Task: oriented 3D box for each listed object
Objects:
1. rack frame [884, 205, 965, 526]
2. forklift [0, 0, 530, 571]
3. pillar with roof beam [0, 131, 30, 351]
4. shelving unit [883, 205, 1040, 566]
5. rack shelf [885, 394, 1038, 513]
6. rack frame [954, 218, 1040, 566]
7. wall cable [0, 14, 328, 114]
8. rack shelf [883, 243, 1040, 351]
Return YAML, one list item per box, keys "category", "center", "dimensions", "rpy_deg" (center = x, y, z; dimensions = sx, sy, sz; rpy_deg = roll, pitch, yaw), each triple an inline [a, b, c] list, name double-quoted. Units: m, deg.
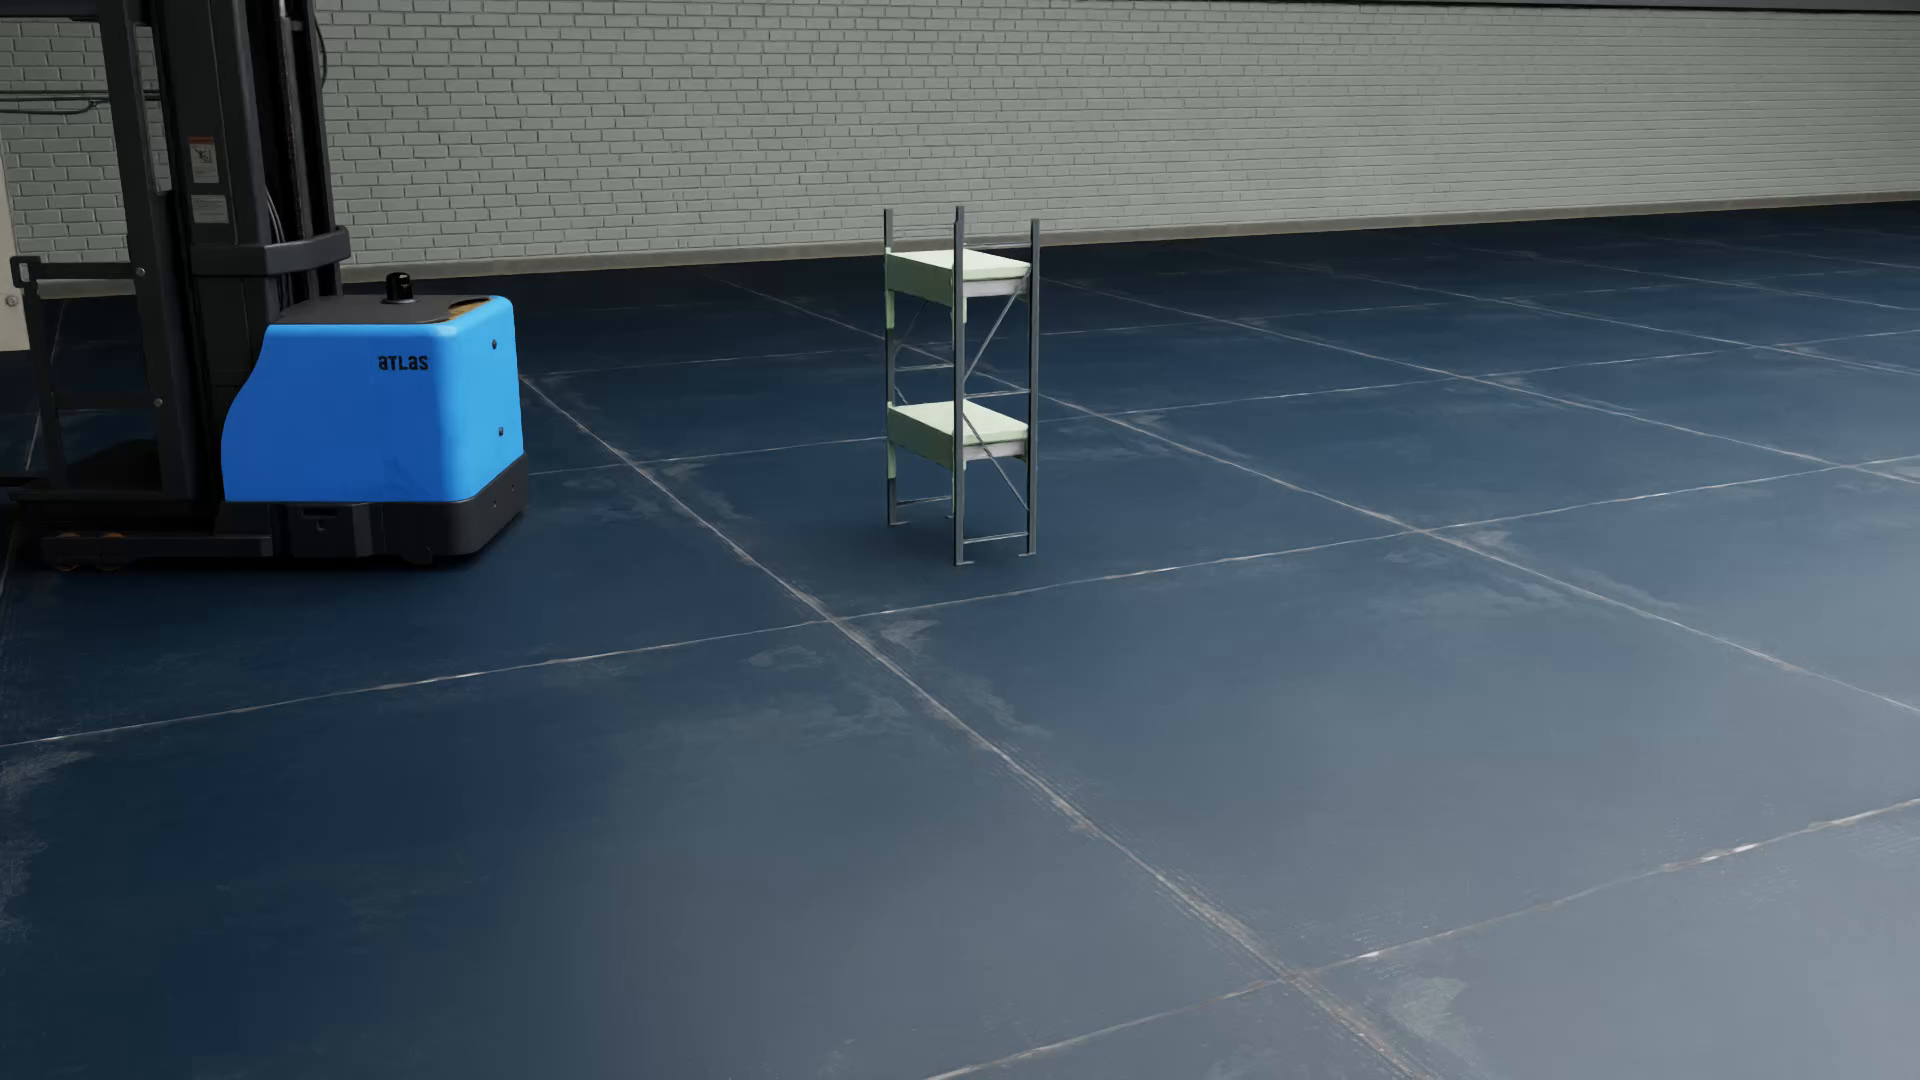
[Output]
- category: "rack frame"
  center: [-0.163, -0.813, 7.866]
  dimensions: [0.400, 1.500, 0.023]
  rpy_deg: [-8, 18, -25]
- category: "forklift"
  center: [-3.630, -1.419, 7.381]
  dimensions: [3.031, 2.935, 1.130]
  rpy_deg: [0, 16, 1]
- category: "pillar with roof beam"
  center: [-3.568, -6.356, 13.585]
  dimensions: [9.100, 9.000, 0.400]
  rpy_deg: [-8, 18, -25]
- category: "shelving unit"
  center: [-0.003, -0.723, 7.550]
  dimensions: [0.431, 1.500, 0.755]
  rpy_deg: [-8, 18, -25]
- category: "rack shelf"
  center: [-0.003, -0.409, 7.639]
  dimensions: [0.431, 0.370, 0.720]
  rpy_deg: [-8, 18, -25]
- category: "rack frame"
  center: [0.157, -0.632, 7.233]
  dimensions: [0.400, 1.500, 0.023]
  rpy_deg: [-8, 18, -25]
- category: "wall cable"
  center: [-7.540, -5.233, 15.303]
  dimensions: [3.097, 2.526, 0.112]
  rpy_deg: [-8, 18, -25]
- category: "rack shelf"
  center: [-0.003, -1.098, 7.442]
  dimensions: [0.431, 0.370, 0.720]
  rpy_deg: [-8, 18, -25]
